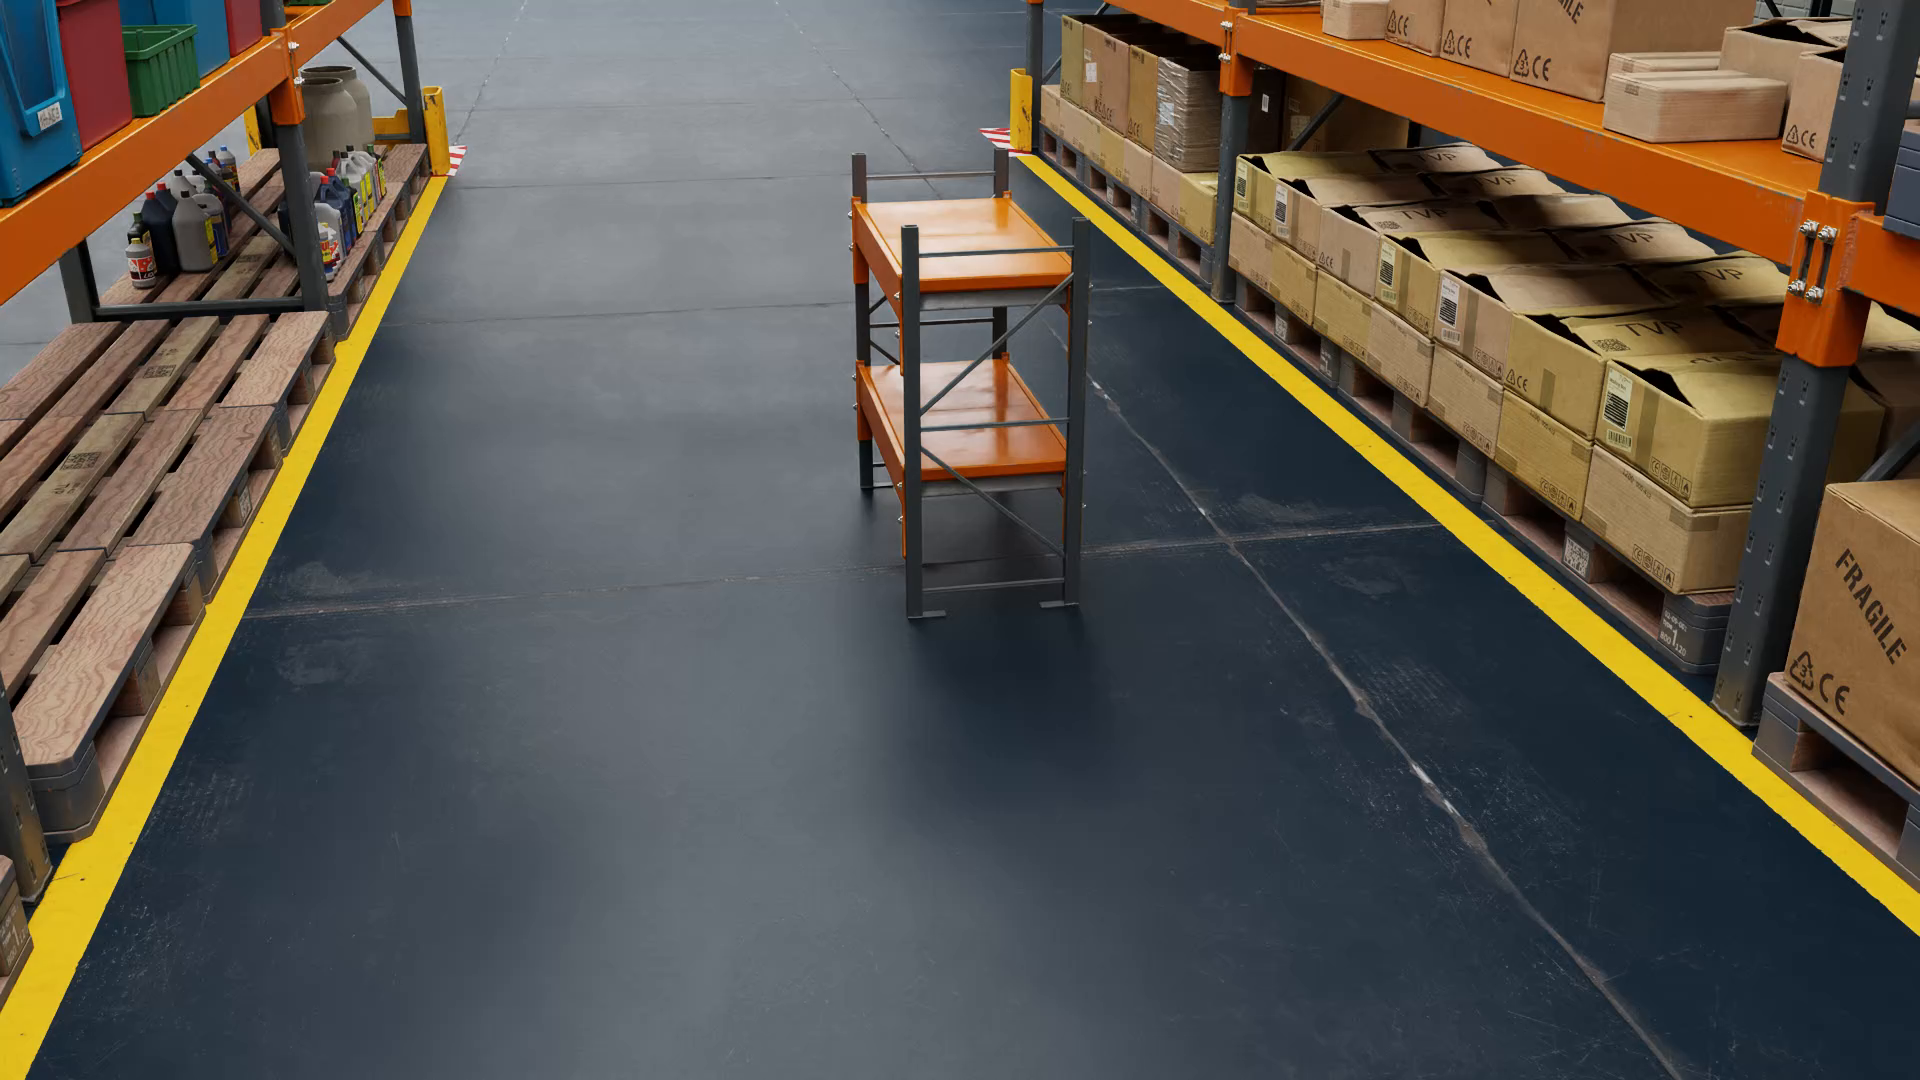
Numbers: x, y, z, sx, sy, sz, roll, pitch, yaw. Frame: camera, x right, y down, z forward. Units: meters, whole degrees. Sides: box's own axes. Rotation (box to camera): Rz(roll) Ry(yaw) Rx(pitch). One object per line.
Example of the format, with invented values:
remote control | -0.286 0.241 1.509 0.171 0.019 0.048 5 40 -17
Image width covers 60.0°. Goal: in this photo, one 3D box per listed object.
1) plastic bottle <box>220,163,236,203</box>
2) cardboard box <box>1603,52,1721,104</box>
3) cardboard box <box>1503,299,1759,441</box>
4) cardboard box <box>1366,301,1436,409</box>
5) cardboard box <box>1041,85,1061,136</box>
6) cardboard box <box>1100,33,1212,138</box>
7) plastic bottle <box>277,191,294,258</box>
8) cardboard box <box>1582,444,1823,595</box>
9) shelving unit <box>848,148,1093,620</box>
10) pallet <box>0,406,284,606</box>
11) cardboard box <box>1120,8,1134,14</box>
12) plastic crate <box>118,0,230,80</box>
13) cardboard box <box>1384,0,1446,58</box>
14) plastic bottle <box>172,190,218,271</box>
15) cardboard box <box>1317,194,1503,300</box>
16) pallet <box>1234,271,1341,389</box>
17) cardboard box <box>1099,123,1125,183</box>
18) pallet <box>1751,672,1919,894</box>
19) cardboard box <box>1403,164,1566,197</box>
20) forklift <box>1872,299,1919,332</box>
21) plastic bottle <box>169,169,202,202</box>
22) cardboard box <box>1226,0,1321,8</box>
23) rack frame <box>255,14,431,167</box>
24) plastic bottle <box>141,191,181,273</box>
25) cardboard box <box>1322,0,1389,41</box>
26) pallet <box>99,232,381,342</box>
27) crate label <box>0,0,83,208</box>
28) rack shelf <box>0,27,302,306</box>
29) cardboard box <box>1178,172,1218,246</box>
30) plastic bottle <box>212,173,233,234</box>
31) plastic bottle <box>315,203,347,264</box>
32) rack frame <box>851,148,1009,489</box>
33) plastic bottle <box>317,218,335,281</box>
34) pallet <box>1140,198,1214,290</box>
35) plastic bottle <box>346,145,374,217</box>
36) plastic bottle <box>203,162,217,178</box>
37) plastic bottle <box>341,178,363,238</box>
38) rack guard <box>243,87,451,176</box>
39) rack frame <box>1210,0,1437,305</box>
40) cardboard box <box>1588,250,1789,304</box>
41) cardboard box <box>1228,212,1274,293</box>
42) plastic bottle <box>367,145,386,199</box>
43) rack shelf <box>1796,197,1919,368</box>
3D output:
plastic bottle | -3.873 -1.883 8.759 0.097 0.201 0.097 0 24 0
cardboard box | 2.136 -1.341 4.887 0.380 0.149 0.250 -3 24 -6
cardboard box | 1.985 -0.540 4.948 0.500 0.311 0.500 -5 24 -11
cardboard box | 1.803 -0.683 5.976 0.500 0.250 0.500 -4 24 -9
cardboard box | 0.828 -2.810 10.848 0.500 0.250 0.500 -4 24 -10
cardboard box | 1.103 -2.564 9.347 0.500 0.500 0.500 -4 24 -10
plastic bottle | -3.065 -1.492 7.679 0.144 0.351 0.185 -4 24 -10
cardboard box | 2.090 -0.080 4.596 0.500 0.250 0.500 -4 24 -8
shelving unit | 0.001 -0.513 5.019 0.538 1.125 1.048 -4 24 -10
pallet | -2.769 -0.102 5.220 1.003 0.211 1.213 -4 24 -10
cardboard box | 1.339 -3.193 10.786 0.500 0.500 0.500 -4 24 -10
plastic crate | -2.672 -1.749 5.526 0.392 0.384 0.575 -4 24 -10
cardboard box | 1.911 -2.067 6.111 0.500 0.500 0.500 -3 24 -6
plastic bottle | -3.442 -1.397 7.462 0.144 0.351 0.185 -4 24 -10
cardboard box | 1.703 -1.140 6.322 0.500 0.311 0.500 -5 24 -11
pallet | 1.862 -0.967 7.201 1.003 0.211 1.213 -4 24 -10
cardboard box | 1.104 -2.220 9.497 0.500 0.250 0.500 -4 24 -10
pallet | 2.528 0.616 3.577 1.003 0.211 1.213 -4 24 -10
cardboard box | 2.146 -1.379 6.870 0.500 0.311 0.500 -4 24 -8
forklift | 4.597 -1.838 5.796 1.130 2.935 3.031 -5 24 -11
plastic bottle | -3.679 -1.589 7.901 0.144 0.351 0.185 -4 24 -10
cardboard box | 1.599 -2.752 7.678 0.700 0.500 0.500 -5 24 -11
rack frame | -3.921 -3.740 10.066 1.000 3.000 0.127 -4 24 -10
plastic bottle | -3.584 -1.387 7.437 0.144 0.351 0.185 -5 24 -11
cardboard box | 1.650 -2.053 6.518 0.380 0.149 0.250 -4 24 -10
pallet | -3.265 -1.156 7.634 1.003 0.211 1.213 -4 24 -10
crate label | -2.360 -1.021 3.795 0.502 0.435 0.616 -4 24 -10
rack shelf | -2.812 -1.051 4.807 1.077 0.370 4.000 -4 24 -10
cardboard box | 1.387 -1.631 8.147 0.500 0.250 0.500 -4 24 -10
plastic bottle | -3.601 -1.631 8.080 0.061 0.283 0.133 -4 24 -10
plastic bottle | -2.896 -1.403 7.569 0.152 0.276 0.135 -3 24 -8
rack frame | -0.093 -0.713 5.477 0.500 1.125 0.032 -4 24 -10
plastic bottle | -2.810 -1.276 7.283 0.097 0.271 0.097 0 24 0
pallet | 1.581 -1.570 8.581 1.003 0.211 1.213 -4 24 -10
plastic bottle | -3.071 -1.817 8.424 0.144 0.351 0.185 -3 24 -8
plastic bottle | -3.810 -1.781 8.440 0.097 0.271 0.097 0 24 0
plastic bottle | -2.947 -1.614 8.043 0.061 0.283 0.133 -3 24 -7
rack guard | -3.861 -2.568 10.506 1.175 0.500 0.348 -4 24 -10
rack frame | 1.687 -2.532 7.300 1.000 3.000 0.127 -4 24 -10
cardboard box | 2.421 -0.783 5.504 0.500 0.311 0.500 -5 24 -11
cardboard box | 1.518 -1.288 7.361 0.500 0.250 0.500 -5 24 -11
plastic bottle | -3.111 -1.963 8.840 0.061 0.283 0.133 -4 24 -8
rack shelf | 2.797 0.158 2.040 1.077 0.370 4.000 -4 24 -10
